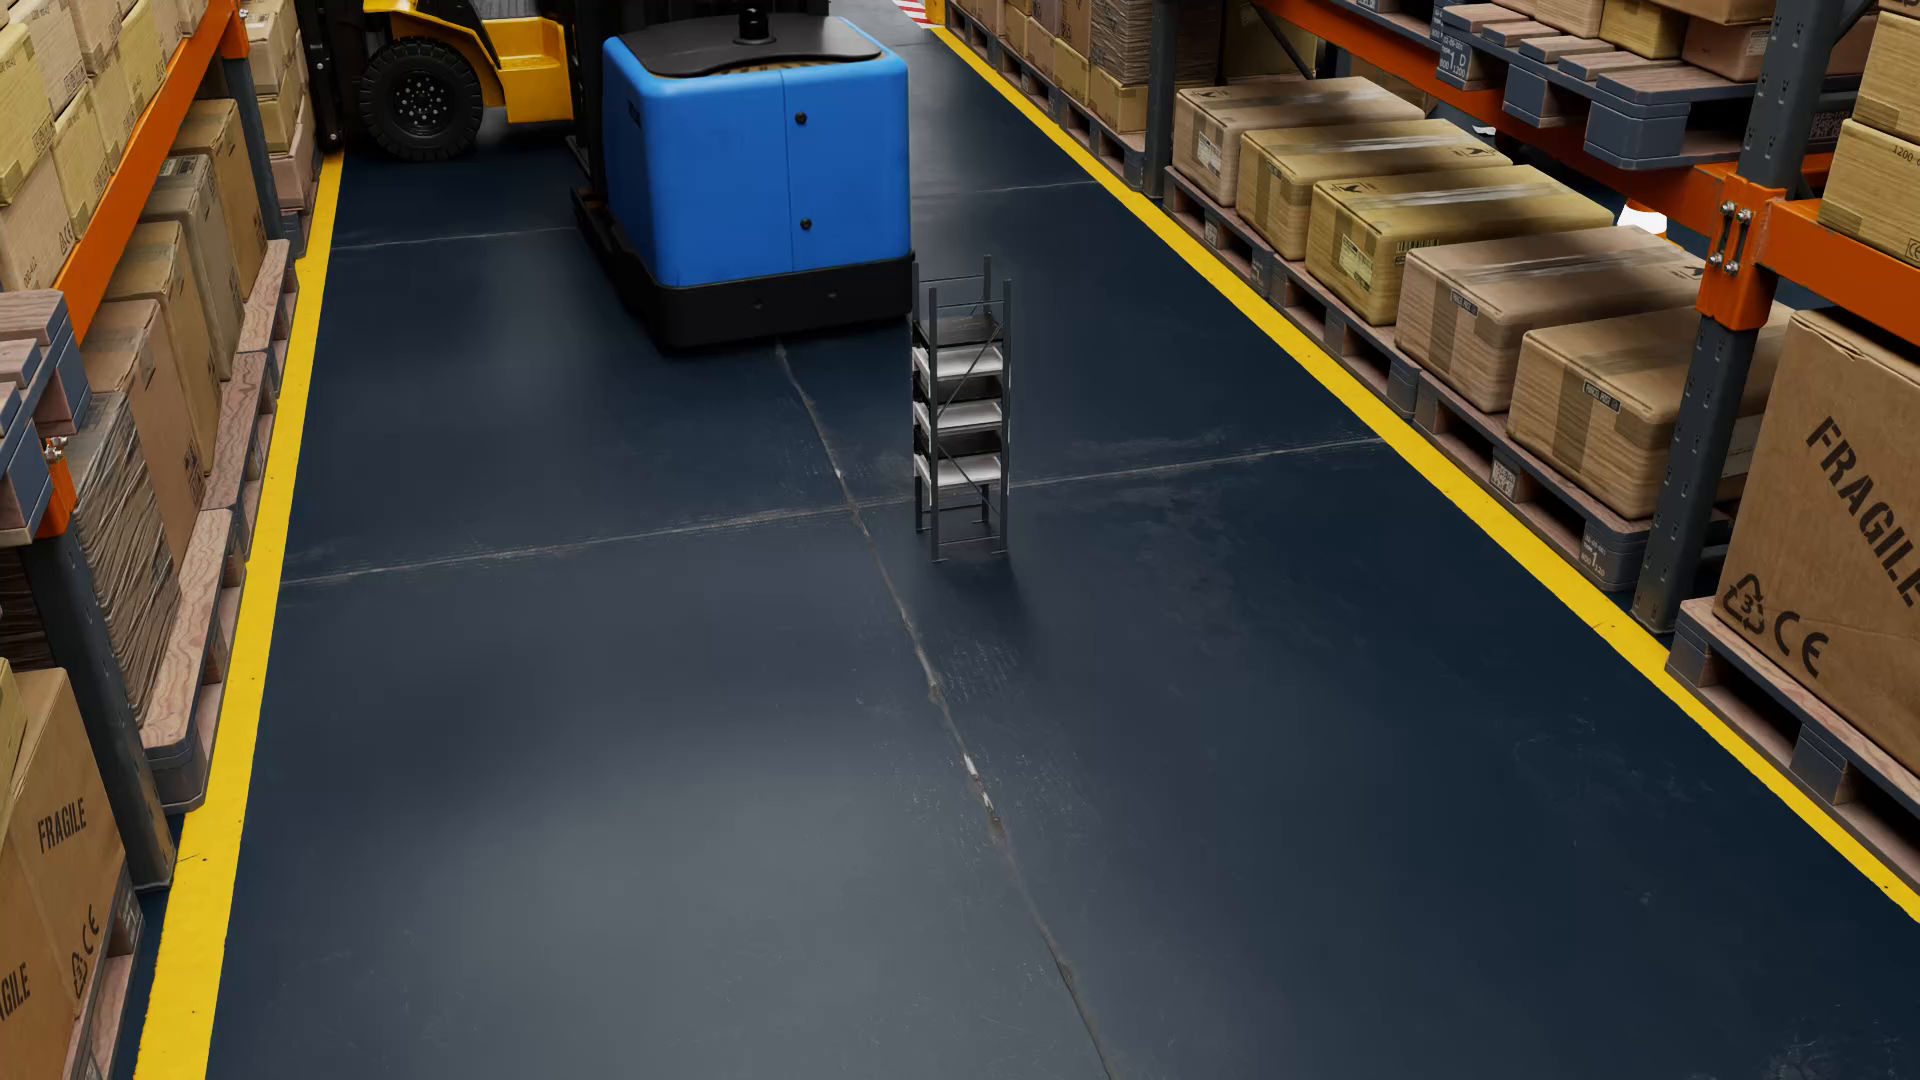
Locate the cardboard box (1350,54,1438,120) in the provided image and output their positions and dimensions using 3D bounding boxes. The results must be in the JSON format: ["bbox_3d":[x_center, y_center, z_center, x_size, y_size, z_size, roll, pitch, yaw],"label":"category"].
[{"bbox_3d":[2.423,-2.665,9.352,0.500,0.500,0.500,13,32,21],"label":"cardboard box"}]

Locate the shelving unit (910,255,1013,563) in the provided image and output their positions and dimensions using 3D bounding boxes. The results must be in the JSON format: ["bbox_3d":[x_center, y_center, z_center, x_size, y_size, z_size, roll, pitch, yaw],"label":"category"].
[{"bbox_3d":[0.002,-0.386,5.018,0.258,0.900,0.210,-8,31,-13],"label":"shelving unit"}]

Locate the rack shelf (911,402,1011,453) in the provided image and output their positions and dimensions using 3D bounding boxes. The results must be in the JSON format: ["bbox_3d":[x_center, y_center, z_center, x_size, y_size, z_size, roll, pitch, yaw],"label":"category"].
[{"bbox_3d":[0.002,-0.357,5.034,0.258,0.077,0.200,-8,31,-13],"label":"rack shelf"}]

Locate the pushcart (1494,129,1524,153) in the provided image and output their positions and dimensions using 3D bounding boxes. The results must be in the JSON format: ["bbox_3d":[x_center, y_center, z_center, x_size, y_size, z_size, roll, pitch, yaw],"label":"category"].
[{"bbox_3d":[3.580,-2.239,8.742,1.648,0.377,0.936,-20,35,-30],"label":"pushcart"}]

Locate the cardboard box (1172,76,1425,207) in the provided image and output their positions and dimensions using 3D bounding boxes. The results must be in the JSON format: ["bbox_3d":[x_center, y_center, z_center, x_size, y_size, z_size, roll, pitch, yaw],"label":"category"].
[{"bbox_3d":[1.537,-1.838,7.636,0.950,0.372,0.625,-7,31,-13],"label":"cardboard box"}]

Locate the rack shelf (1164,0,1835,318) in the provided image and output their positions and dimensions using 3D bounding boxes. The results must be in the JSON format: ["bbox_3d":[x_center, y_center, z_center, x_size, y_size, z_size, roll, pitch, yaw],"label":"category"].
[{"bbox_3d":[1.926,-1.770,6.031,1.077,0.370,4.000,-8,31,-13],"label":"rack shelf"}]

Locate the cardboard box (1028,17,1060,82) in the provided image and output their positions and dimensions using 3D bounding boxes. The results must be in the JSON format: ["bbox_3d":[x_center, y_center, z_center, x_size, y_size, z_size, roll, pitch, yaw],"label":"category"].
[{"bbox_3d":[0.698,-2.790,9.402,0.500,0.250,0.500,-7,31,-13],"label":"cardboard box"}]

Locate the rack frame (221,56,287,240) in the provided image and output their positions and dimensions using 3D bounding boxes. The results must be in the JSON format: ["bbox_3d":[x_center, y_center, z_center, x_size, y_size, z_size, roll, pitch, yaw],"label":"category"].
[{"bbox_3d":[-3.389,-2.385,6.376,1.000,3.000,0.127,-8,31,-13],"label":"rack frame"}]

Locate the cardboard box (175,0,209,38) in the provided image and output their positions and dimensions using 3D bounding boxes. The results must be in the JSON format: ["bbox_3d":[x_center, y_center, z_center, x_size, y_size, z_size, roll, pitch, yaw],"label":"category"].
[{"bbox_3d":[-2.864,-1.870,5.635,0.500,0.250,0.500,-8,31,-14],"label":"cardboard box"}]

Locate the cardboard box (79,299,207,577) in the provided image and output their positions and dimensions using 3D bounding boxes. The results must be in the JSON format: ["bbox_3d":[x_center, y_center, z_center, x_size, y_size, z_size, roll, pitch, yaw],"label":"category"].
[{"bbox_3d":[-2.661,-0.225,4.595,0.875,0.625,0.625,-7,31,-12],"label":"cardboard box"}]

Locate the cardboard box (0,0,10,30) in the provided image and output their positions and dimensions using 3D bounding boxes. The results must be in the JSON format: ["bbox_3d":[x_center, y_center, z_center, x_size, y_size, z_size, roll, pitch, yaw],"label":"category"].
[{"bbox_3d":[-2.200,-1.099,3.407,0.380,0.149,0.250,-7,31,-12],"label":"cardboard box"}]

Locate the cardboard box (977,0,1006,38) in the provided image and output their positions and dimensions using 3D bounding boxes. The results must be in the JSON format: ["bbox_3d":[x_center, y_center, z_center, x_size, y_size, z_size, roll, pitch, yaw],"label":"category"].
[{"bbox_3d":[0.409,-3.297,10.277,0.500,0.250,0.500,-7,31,-11],"label":"cardboard box"}]

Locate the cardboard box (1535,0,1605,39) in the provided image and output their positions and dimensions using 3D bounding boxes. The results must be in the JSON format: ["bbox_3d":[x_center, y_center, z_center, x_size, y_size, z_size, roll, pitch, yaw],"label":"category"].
[{"bbox_3d":[1.892,-1.551,4.766,0.380,0.149,0.250,-8,31,-14],"label":"cardboard box"}]

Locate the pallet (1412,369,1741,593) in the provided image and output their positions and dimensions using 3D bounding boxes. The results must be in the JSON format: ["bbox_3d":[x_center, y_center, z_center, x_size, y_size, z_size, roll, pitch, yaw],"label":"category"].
[{"bbox_3d":[2.251,-0.286,5.533,1.003,0.211,1.213,-8,31,-13],"label":"pallet"}]

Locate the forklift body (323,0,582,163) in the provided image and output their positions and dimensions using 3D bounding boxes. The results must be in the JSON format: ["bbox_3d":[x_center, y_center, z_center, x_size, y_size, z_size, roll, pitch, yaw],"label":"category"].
[{"bbox_3d":[-2.189,-3.276,8.764,2.313,2.155,1.214,-8,31,-13],"label":"forklift body"}]

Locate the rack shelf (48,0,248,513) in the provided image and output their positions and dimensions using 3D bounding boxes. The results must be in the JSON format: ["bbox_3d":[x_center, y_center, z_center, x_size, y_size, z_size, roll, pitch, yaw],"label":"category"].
[{"bbox_3d":[-2.858,-1.108,4.888,1.077,0.370,4.000,-8,31,-13],"label":"rack shelf"}]

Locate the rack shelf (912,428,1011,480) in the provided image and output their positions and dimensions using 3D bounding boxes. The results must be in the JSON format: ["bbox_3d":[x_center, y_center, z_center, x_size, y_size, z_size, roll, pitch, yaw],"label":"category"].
[{"bbox_3d":[0.002,-0.279,5.080,0.258,0.077,0.200,-8,31,-13],"label":"rack shelf"}]

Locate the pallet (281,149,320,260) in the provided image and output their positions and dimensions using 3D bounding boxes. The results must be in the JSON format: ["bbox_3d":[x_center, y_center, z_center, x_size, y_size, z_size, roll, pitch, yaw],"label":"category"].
[{"bbox_3d":[-3.560,-1.568,7.748,1.003,0.211,1.213,-8,31,-13],"label":"pallet"}]

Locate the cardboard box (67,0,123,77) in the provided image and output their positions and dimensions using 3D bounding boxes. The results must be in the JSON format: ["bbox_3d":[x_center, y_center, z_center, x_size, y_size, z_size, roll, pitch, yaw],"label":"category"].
[{"bbox_3d":[-2.463,-1.349,4.236,0.500,0.250,0.500,-9,31,-15],"label":"cardboard box"}]

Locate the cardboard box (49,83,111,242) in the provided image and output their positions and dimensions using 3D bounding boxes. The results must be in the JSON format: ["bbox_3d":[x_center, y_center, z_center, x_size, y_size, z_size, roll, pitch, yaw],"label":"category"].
[{"bbox_3d":[-2.338,-0.879,3.923,0.500,0.250,0.500,-9,31,-14],"label":"cardboard box"}]

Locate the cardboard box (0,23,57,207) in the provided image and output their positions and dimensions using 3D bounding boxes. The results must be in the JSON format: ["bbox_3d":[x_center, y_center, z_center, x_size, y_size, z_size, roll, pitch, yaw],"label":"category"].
[{"bbox_3d":[-2.186,-0.855,3.383,0.500,0.250,0.500,-8,31,-13],"label":"cardboard box"}]

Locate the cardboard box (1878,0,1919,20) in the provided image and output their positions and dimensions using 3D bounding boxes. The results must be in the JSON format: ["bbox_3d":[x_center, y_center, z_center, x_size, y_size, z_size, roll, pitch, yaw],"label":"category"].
[{"bbox_3d":[2.352,-1.320,3.439,0.500,0.500,0.500,-9,31,-15],"label":"cardboard box"}]

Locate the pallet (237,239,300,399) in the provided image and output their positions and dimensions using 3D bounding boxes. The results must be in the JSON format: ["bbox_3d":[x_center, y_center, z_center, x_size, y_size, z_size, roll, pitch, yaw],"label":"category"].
[{"bbox_3d":[-3.156,-0.828,6.469,1.003,0.211,1.213,-8,31,-13],"label":"pallet"}]

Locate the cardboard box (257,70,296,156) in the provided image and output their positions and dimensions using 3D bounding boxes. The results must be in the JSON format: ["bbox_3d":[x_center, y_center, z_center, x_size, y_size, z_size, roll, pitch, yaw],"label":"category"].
[{"bbox_3d":[-3.220,-1.868,7.309,0.500,0.250,0.500,-8,31,-14],"label":"cardboard box"}]

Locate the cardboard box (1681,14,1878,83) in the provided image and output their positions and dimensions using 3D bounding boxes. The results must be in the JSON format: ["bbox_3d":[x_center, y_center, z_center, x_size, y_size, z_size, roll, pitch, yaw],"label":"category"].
[{"bbox_3d":[2.143,-1.315,4.359,0.380,0.149,0.250,-7,31,-11],"label":"cardboard box"}]

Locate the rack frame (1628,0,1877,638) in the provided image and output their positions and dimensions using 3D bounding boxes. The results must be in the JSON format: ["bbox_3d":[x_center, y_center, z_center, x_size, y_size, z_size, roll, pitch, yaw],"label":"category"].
[{"bbox_3d":[2.457,-1.115,4.182,1.000,3.000,0.127,-8,31,-13],"label":"rack frame"}]

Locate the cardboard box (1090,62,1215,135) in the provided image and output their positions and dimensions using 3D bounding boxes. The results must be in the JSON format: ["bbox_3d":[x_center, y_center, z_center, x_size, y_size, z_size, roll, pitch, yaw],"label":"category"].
[{"bbox_3d":[0.979,-2.288,8.535,0.500,0.250,0.500,-6,31,-11],"label":"cardboard box"}]

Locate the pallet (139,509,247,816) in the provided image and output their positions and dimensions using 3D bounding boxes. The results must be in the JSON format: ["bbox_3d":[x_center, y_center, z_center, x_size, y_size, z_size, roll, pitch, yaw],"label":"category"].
[{"bbox_3d":[-2.508,0.351,4.433,1.003,0.211,1.213,-8,31,-13],"label":"pallet"}]

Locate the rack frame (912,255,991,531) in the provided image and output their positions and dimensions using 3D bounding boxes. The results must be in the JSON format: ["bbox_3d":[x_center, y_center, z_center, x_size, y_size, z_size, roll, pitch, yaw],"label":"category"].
[{"bbox_3d":[-0.025,-0.435,5.103,0.240,0.900,0.006,-8,31,-13],"label":"rack frame"}]

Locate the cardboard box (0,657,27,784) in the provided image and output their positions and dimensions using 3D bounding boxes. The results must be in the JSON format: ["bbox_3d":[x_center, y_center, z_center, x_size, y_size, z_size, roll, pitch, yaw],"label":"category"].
[{"bbox_3d":[-1.952,0.371,3.043,0.380,0.149,0.250,-9,31,-16],"label":"cardboard box"}]

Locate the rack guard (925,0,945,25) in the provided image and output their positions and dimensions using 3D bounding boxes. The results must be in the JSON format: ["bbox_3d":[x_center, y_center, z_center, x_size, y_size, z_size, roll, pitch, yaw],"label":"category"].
[{"bbox_3d":[0.354,-3.860,11.420,1.175,0.500,0.348,-8,31,-13],"label":"rack guard"}]

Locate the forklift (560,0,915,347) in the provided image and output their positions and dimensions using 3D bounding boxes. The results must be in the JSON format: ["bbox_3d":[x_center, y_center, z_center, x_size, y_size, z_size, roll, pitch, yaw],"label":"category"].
[{"bbox_3d":[-1.184,-2.734,7.047,1.130,2.935,3.031,-11,32,-18],"label":"forklift"}]

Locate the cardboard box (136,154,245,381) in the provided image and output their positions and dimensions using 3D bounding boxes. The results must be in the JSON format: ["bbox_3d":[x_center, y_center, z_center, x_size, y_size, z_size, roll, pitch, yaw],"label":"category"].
[{"bbox_3d":[-3.041,-0.913,5.784,0.875,0.625,0.625,-8,31,-14],"label":"cardboard box"}]

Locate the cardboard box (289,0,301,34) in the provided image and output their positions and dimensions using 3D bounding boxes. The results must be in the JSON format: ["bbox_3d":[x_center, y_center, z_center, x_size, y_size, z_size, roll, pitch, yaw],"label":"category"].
[{"bbox_3d":[-3.484,-2.572,8.027,0.500,0.250,0.500,-7,31,-12],"label":"cardboard box"}]

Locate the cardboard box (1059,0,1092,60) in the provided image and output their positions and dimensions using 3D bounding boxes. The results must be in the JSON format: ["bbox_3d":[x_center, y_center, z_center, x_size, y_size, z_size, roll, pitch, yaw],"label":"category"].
[{"bbox_3d":[0.843,-2.859,8.772,0.500,0.500,0.500,-7,31,-12],"label":"cardboard box"}]

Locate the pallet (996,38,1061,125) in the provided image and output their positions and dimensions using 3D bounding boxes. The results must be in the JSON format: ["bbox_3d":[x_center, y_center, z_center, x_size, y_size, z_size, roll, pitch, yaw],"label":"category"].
[{"bbox_3d":[0.856,-2.750,9.790,1.003,0.211,1.213,-8,31,-13],"label":"pallet"}]

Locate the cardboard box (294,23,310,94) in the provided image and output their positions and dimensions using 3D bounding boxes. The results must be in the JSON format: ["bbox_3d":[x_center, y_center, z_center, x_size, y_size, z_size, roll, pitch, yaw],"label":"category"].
[{"bbox_3d":[-3.478,-2.355,8.151,0.500,0.250,0.500,-8,31,-14],"label":"cardboard box"}]

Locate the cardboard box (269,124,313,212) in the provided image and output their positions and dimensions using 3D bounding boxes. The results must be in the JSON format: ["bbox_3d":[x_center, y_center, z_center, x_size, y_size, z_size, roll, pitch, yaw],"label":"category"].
[{"bbox_3d":[-3.198,-1.654,7.440,0.500,0.250,0.500,-8,31,-13],"label":"cardboard box"}]

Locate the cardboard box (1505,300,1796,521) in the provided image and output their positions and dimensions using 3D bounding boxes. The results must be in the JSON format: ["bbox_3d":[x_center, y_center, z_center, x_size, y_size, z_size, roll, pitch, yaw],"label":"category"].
[{"bbox_3d":[2.317,-0.434,5.209,0.950,0.372,0.625,-10,32,-17],"label":"cardboard box"}]

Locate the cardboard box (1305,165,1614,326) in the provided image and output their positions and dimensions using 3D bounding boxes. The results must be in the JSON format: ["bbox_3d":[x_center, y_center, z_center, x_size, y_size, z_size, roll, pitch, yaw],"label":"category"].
[{"bbox_3d":[1.917,-1.156,6.457,0.950,0.372,0.625,-7,31,-12],"label":"cardboard box"}]

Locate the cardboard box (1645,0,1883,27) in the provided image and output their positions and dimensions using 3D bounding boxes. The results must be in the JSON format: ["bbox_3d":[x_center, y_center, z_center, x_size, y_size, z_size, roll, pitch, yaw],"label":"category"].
[{"bbox_3d":[2.068,-1.651,4.293,0.500,0.500,0.500,-9,31,-15],"label":"cardboard box"}]

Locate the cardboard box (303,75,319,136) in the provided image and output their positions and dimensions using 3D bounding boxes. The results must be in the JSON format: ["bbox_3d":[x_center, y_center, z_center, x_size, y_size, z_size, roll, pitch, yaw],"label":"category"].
[{"bbox_3d":[-3.500,-2.144,8.285,0.500,0.250,0.500,-7,31,-12],"label":"cardboard box"}]

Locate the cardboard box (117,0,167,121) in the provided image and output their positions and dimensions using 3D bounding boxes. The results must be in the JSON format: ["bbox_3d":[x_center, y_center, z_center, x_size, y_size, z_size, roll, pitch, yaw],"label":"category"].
[{"bbox_3d":[-2.618,-1.377,4.785,0.500,0.250,0.500,-7,31,-12],"label":"cardboard box"}]

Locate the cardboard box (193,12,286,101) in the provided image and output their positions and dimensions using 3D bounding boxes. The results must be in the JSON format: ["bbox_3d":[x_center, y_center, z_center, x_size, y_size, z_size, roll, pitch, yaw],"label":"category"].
[{"bbox_3d":[-3.215,-2.085,7.185,0.500,0.250,0.500,-8,31,-14],"label":"cardboard box"}]

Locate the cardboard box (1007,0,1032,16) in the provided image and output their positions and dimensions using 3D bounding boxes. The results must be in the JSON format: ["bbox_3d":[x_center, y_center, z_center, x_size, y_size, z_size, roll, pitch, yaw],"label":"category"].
[{"bbox_3d":[0.556,-3.362,9.641,0.500,0.500,0.500,-7,31,-12],"label":"cardboard box"}]

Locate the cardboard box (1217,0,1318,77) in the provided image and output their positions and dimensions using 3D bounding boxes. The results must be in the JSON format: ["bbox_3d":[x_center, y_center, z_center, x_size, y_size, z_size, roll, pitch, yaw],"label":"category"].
[{"bbox_3d":[1.499,-2.684,8.470,0.500,0.500,0.500,-6,31,-11],"label":"cardboard box"}]

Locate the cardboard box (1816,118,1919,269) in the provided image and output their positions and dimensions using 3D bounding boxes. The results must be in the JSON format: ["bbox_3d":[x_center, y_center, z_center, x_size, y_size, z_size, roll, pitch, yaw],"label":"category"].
[{"bbox_3d":[2.344,-0.780,3.753,0.500,0.250,0.500,-8,31,-14],"label":"cardboard box"}]

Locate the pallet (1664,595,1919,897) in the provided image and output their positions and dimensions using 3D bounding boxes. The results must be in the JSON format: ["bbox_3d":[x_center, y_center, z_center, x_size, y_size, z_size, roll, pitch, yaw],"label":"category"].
[{"bbox_3d":[2.594,0.483,4.205,1.003,0.211,1.213,-8,31,-13],"label":"pallet"}]

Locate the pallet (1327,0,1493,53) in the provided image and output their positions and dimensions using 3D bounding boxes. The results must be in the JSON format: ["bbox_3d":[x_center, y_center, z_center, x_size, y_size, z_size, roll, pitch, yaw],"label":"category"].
[{"bbox_3d":[1.892,-1.983,5.872,1.003,0.211,1.213,-8,31,-13],"label":"pallet"}]

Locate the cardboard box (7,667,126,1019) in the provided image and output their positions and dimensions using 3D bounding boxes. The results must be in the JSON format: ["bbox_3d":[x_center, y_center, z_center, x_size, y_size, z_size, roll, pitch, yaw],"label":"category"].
[{"bbox_3d":[-2.008,0.623,3.256,0.500,0.500,0.500,-7,31,-12],"label":"cardboard box"}]

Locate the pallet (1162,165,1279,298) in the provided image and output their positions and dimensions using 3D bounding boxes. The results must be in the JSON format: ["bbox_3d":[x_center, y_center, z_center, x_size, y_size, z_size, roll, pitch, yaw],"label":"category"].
[{"bbox_3d":[1.603,-1.464,7.569,1.003,0.211,1.213,-8,31,-13],"label":"pallet"}]

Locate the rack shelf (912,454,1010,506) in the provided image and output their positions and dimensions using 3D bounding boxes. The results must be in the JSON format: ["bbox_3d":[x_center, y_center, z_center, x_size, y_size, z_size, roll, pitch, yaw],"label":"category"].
[{"bbox_3d":[0.002,-0.201,5.125,0.258,0.077,0.200,-8,31,-13],"label":"rack shelf"}]
